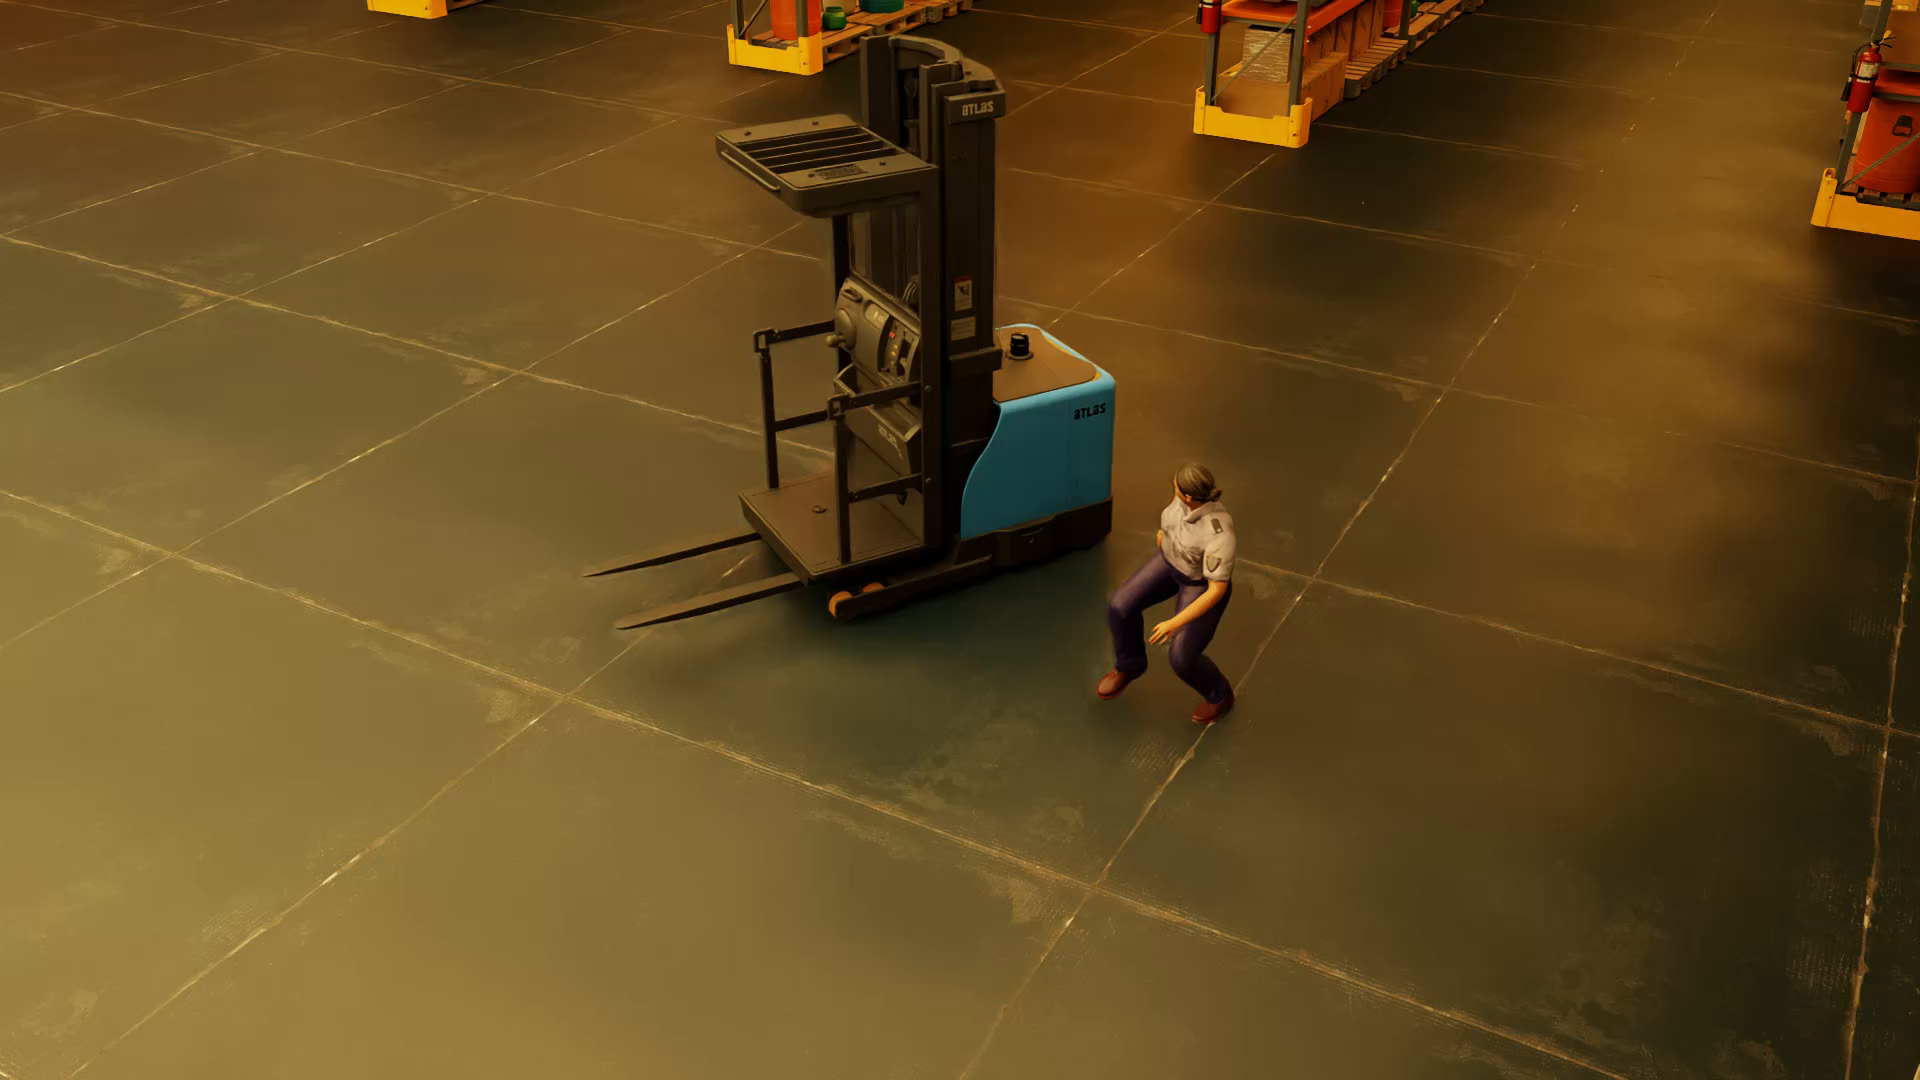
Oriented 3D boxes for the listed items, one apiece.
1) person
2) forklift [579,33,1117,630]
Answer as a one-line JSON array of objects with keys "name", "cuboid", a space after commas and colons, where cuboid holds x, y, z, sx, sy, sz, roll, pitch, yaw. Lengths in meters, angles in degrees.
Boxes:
[{"name": "person", "cuboid": [1.055, 0.212, 8.237, 0.668, 1.438, 0.715, -23, 37, -34]}, {"name": "forklift", "cuboid": [-0.633, -1.119, 9.009, 3.031, 2.935, 1.130, -15, 33, -25]}]
